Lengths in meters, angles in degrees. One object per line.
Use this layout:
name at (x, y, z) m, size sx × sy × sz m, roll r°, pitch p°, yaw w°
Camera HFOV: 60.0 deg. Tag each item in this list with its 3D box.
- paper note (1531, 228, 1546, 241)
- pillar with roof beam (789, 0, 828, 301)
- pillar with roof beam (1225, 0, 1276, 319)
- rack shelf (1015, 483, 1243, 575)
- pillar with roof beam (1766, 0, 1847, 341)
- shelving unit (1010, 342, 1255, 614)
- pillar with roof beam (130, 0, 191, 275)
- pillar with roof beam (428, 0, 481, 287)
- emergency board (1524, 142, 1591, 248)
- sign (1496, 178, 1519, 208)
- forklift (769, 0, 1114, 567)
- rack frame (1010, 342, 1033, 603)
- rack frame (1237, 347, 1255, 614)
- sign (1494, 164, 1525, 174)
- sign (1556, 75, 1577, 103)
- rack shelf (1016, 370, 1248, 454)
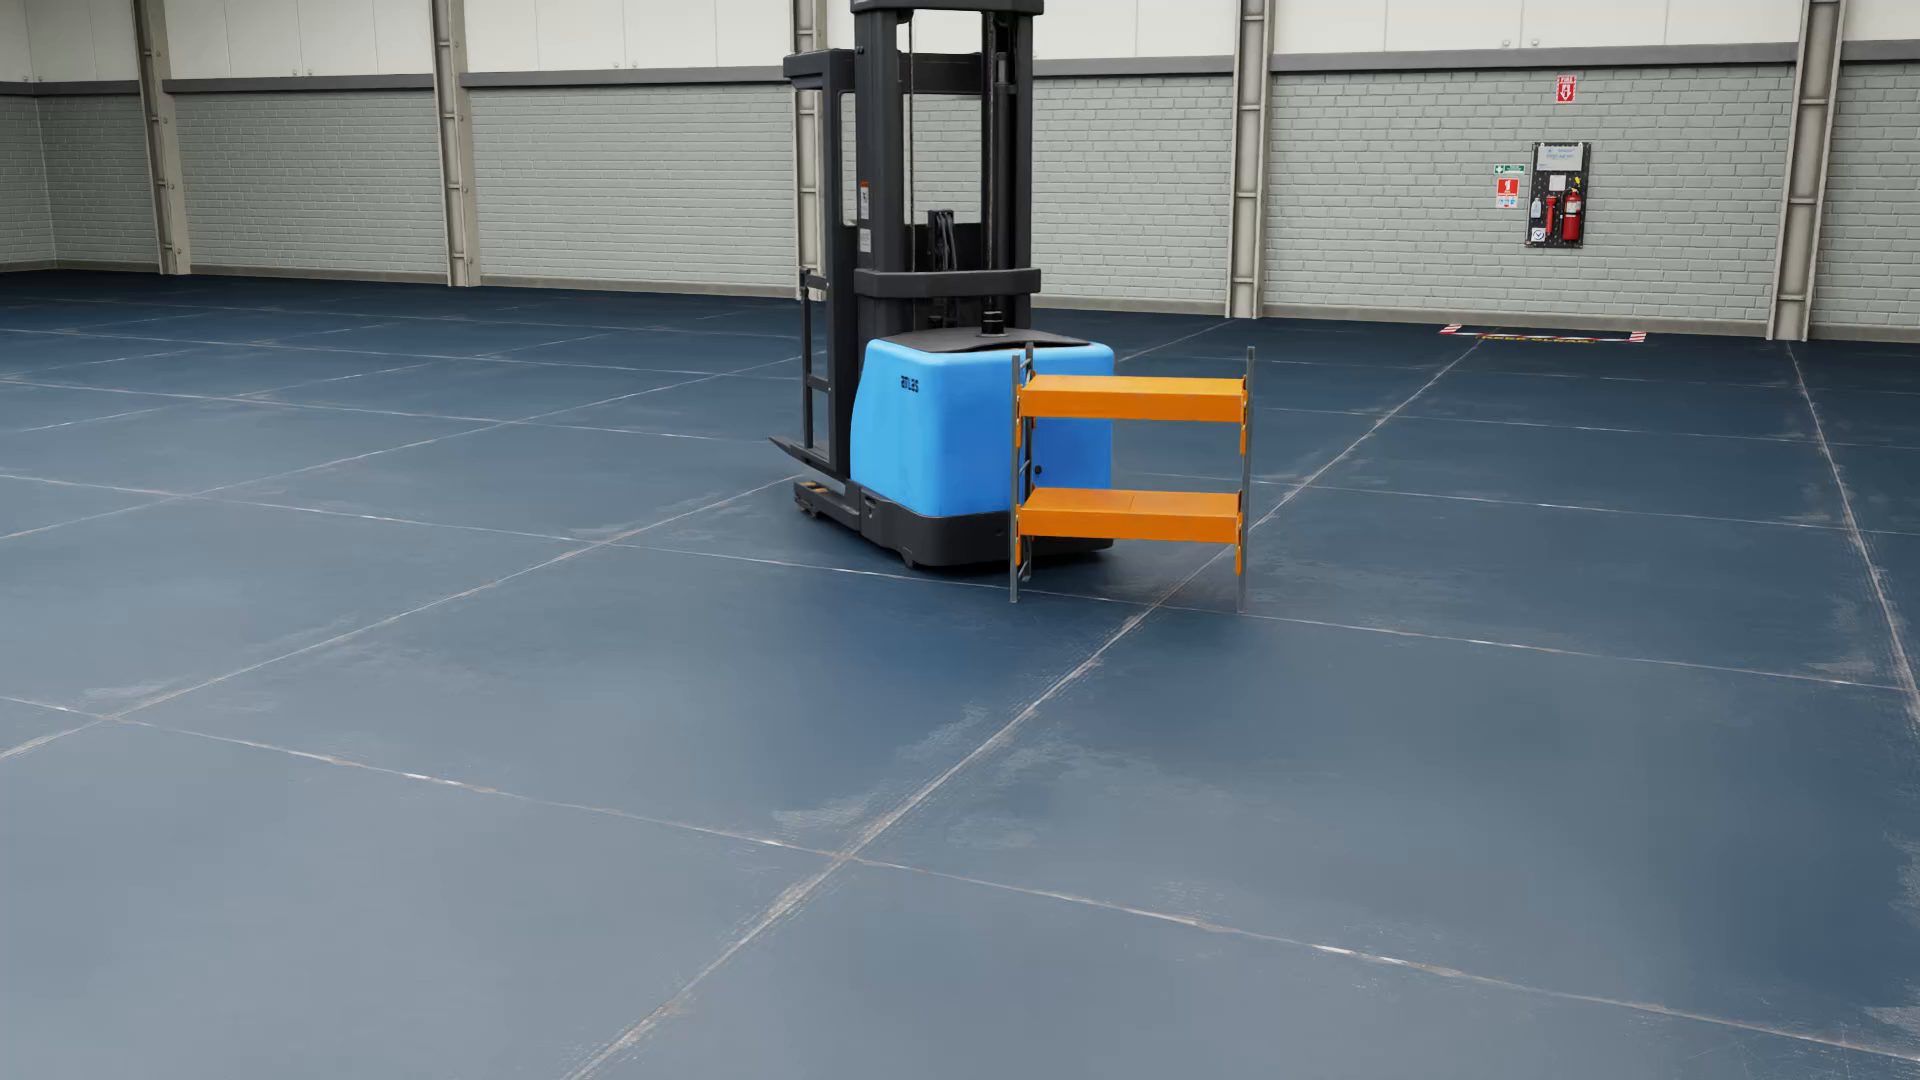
paper note at (6.593, -3.481, 18.951) m, size 0.142 × 0.148 × 0.016 m, roll 6°, pitch 14°, yaw 23°
pillar with roof beam at (-3.745, -6.774, 17.925) m, size 0.400 × 9.000 × 9.100 m, roll 6°, pitch 14°, yaw 23°
pillar with roof beam at (1.741, -6.219, 15.559) m, size 0.400 × 9.000 × 9.100 m, roll 6°, pitch 14°, yaw 23°
rack shelf at (0.786, -0.060, 7.617) m, size 1.000 × 0.278 × 0.538 m, roll 2°, pitch 13°, yaw 10°
pillar with roof beam at (7.227, -5.664, 13.193) m, size 0.400 × 9.000 × 9.100 m, roll 6°, pitch 14°, yaw 23°
shelving unit at (0.786, -0.298, 7.561) m, size 1.048 × 1.125 × 0.538 m, roll 2°, pitch 13°, yaw 10°
pillar with roof beam at (-14.716, -7.884, 22.657) m, size 0.400 × 9.000 × 9.100 m, roll 6°, pitch 14°, yaw 23°
pillar with roof beam at (-9.230, -7.329, 20.291) m, size 0.400 × 9.000 × 9.100 m, roll 6°, pitch 14°, yaw 23°
emergency board at (6.727, -3.879, 18.719) m, size 0.643 × 1.169 × 0.194 m, roll 6°, pitch 14°, yaw 23°
sign at (6.263, -3.969, 19.025) m, size 0.234 × 0.329 × 0.001 m, roll 6°, pitch 14°, yaw 23°
forklift at (-0.294, -1.587, 9.104) m, size 1.130 × 2.935 × 3.031 m, roll -6°, pitch 14°, yaw -23°
rack frame at (0.285, -0.318, 7.646) m, size 0.032 × 1.125 × 0.500 m, roll 2°, pitch 13°, yaw 10°
rack frame at (1.286, -0.278, 7.476) m, size 0.032 × 1.125 × 0.500 m, roll 2°, pitch 13°, yaw 10°
sign at (6.264, -4.225, 18.955) m, size 0.331 × 0.109 × 0.001 m, roll 6°, pitch 14°, yaw 23°
sign at (6.760, -5.029, 18.546) m, size 0.199 × 0.298 × 0.001 m, roll 6°, pitch 14°, yaw 23°
rack shelf at (0.786, -0.583, 7.494) m, size 1.000 × 0.278 × 0.538 m, roll 2°, pitch 13°, yaw 10°
